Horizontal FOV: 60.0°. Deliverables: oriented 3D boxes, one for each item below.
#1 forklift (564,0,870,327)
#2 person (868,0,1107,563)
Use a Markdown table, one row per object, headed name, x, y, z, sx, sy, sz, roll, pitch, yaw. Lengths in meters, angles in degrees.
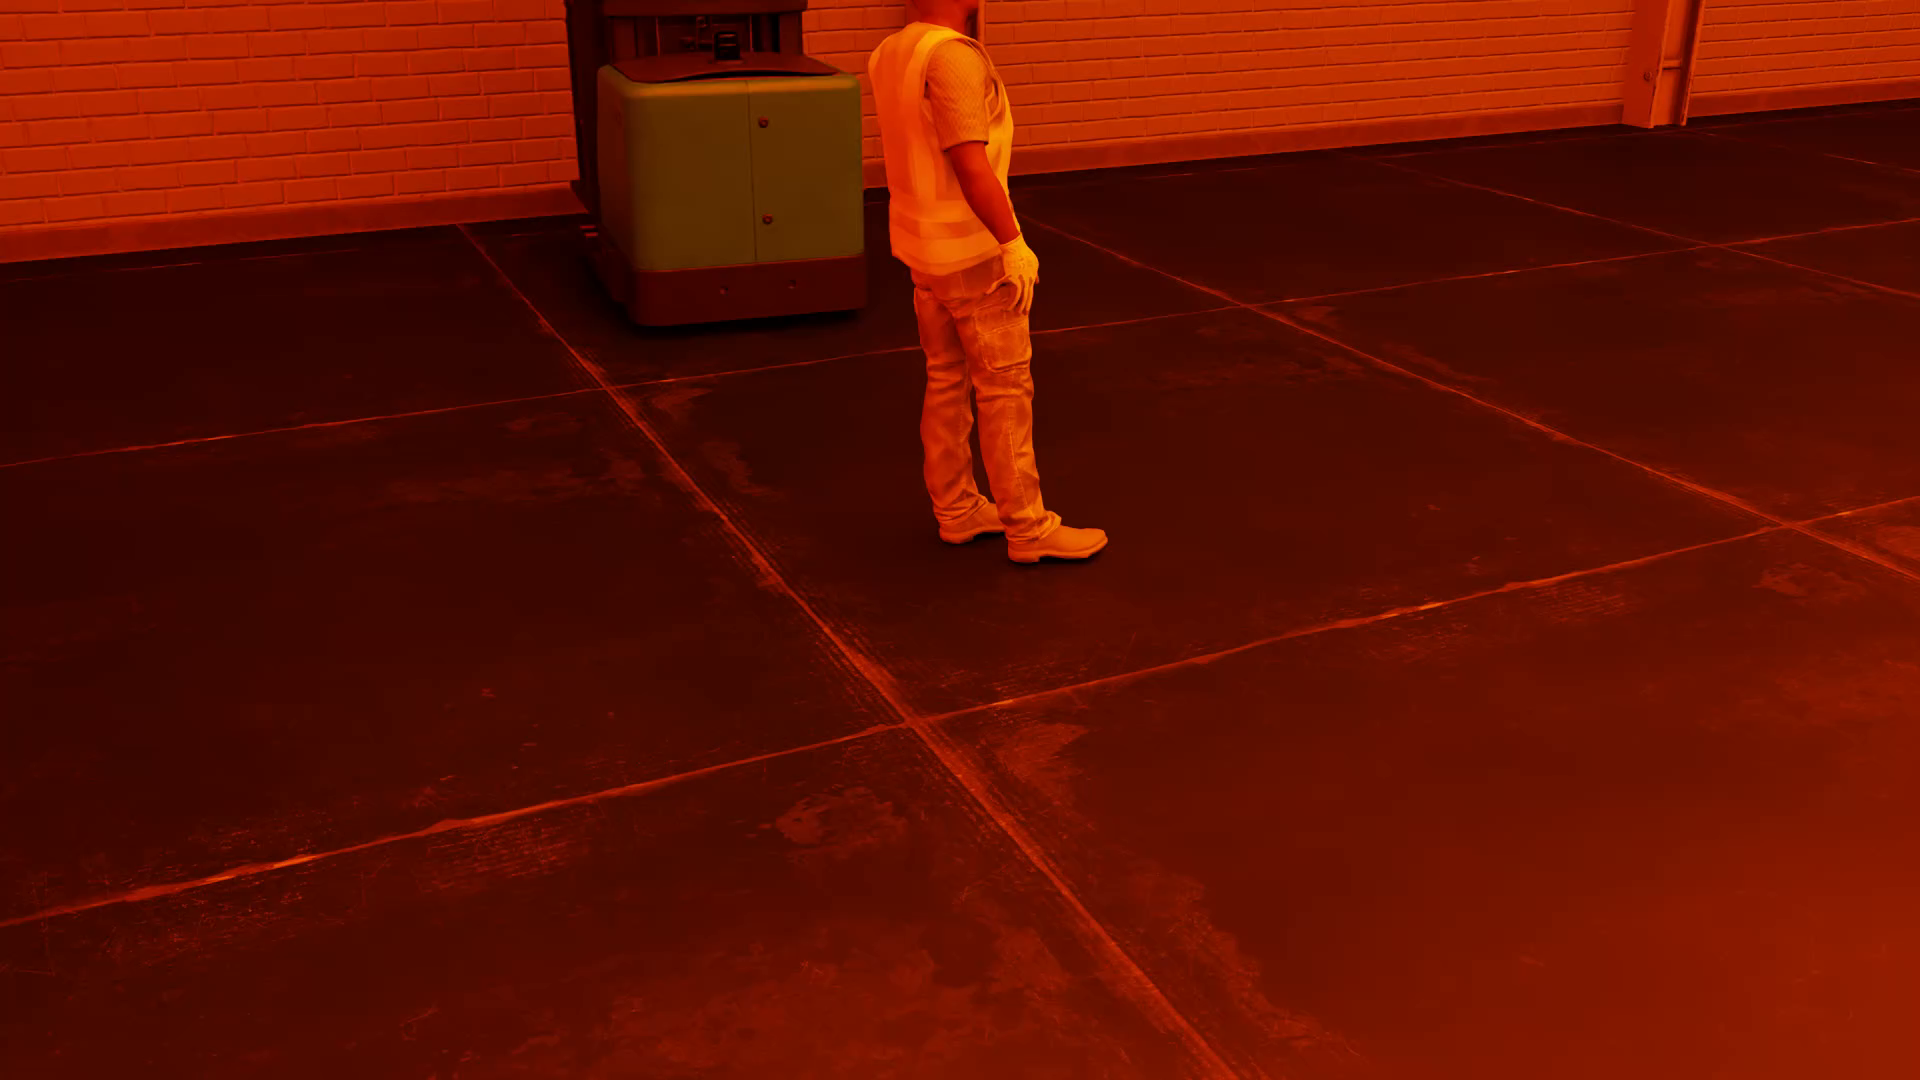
| name | x | y | z | sx | sy | sz | roll | pitch | yaw |
| --- | --- | --- | --- | --- | --- | --- | --- | --- | --- |
| forklift | -1.374 | -2.803 | 8.033 | 1.130 | 2.935 | 3.031 | -8 | 24 | -18 |
| person | 0.069 | -0.839 | 4.784 | 0.575 | 1.784 | 0.656 | -10 | 25 | -23 |
